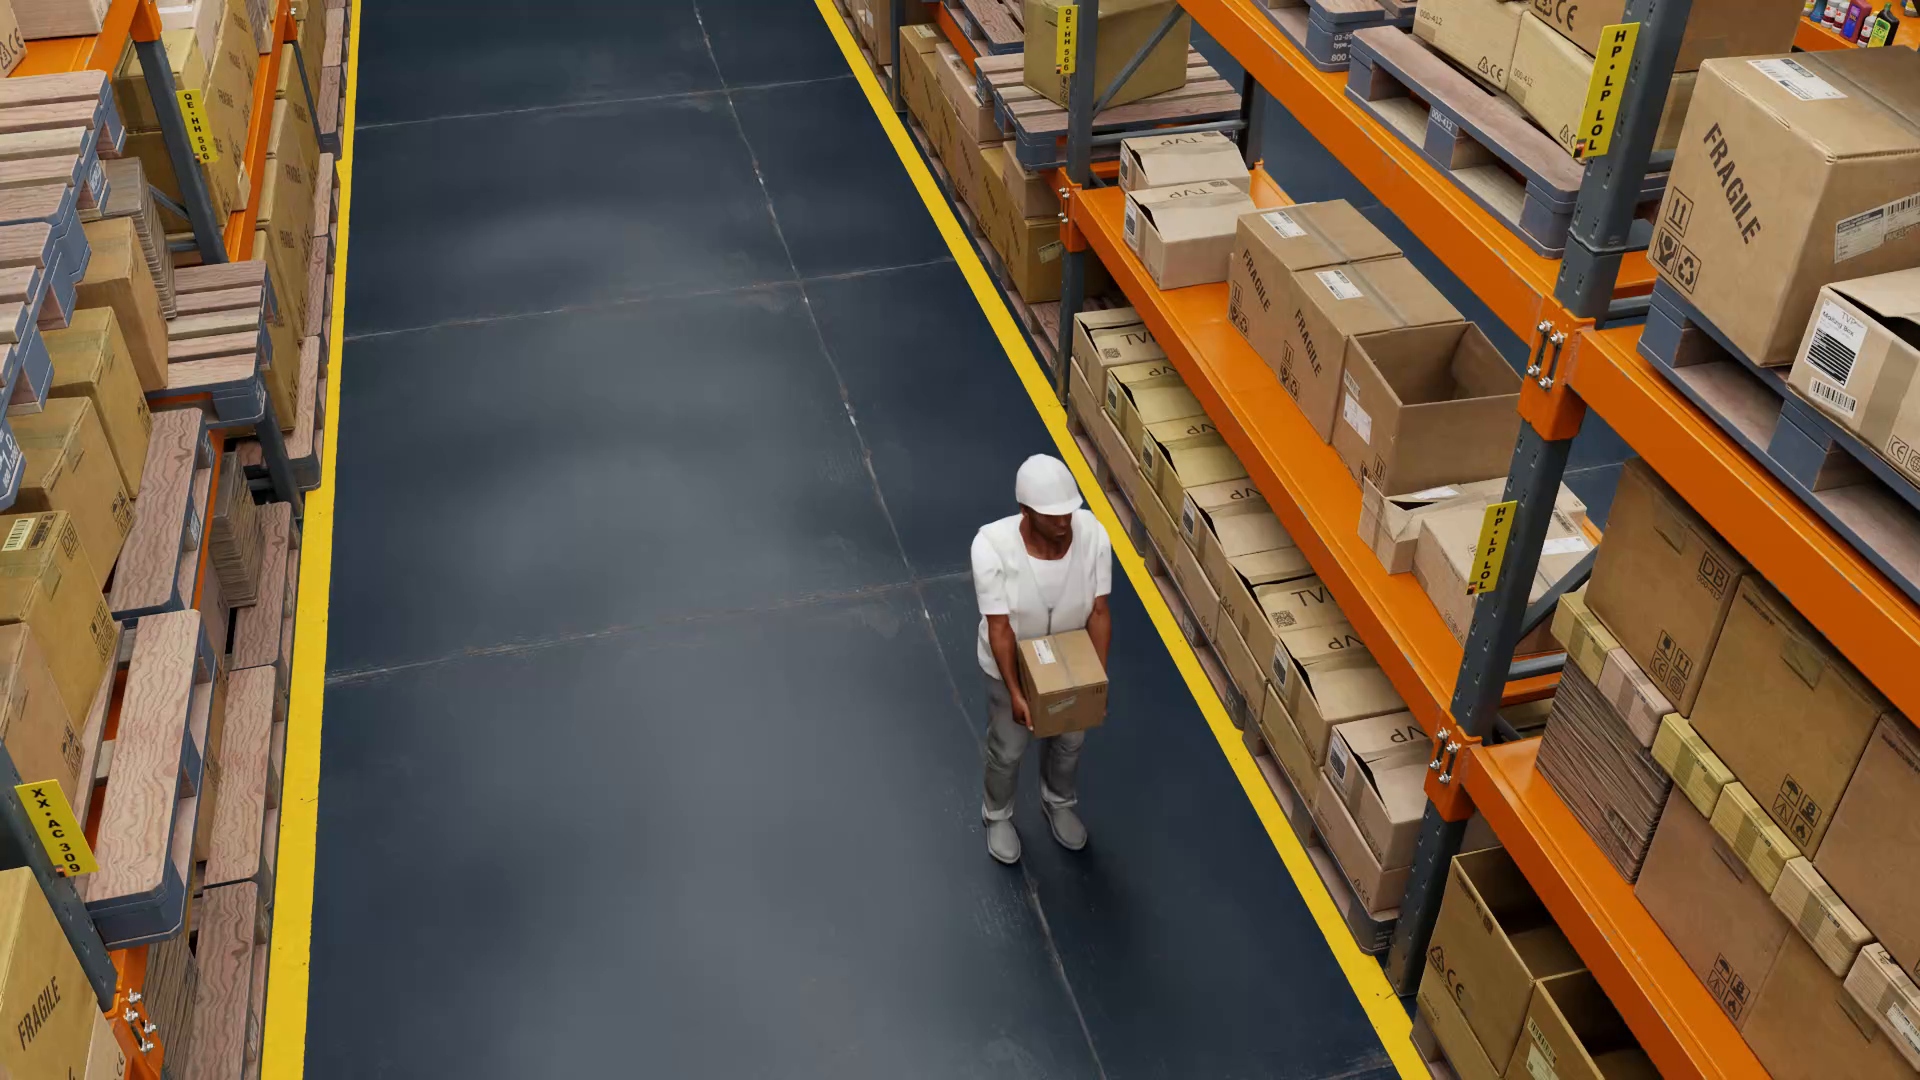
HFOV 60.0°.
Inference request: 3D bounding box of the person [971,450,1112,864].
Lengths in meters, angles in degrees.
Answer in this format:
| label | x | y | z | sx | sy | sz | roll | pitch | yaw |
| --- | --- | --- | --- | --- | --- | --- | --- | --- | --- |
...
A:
| label | x | y | z | sx | sy | sz | roll | pitch | yaw |
| --- | --- | --- | --- | --- | --- | --- | --- | --- | --- |
| person | 0.319 | 0.498 | 6.059 | 0.504 | 1.762 | 0.566 | -9 | 39 | -11 |
